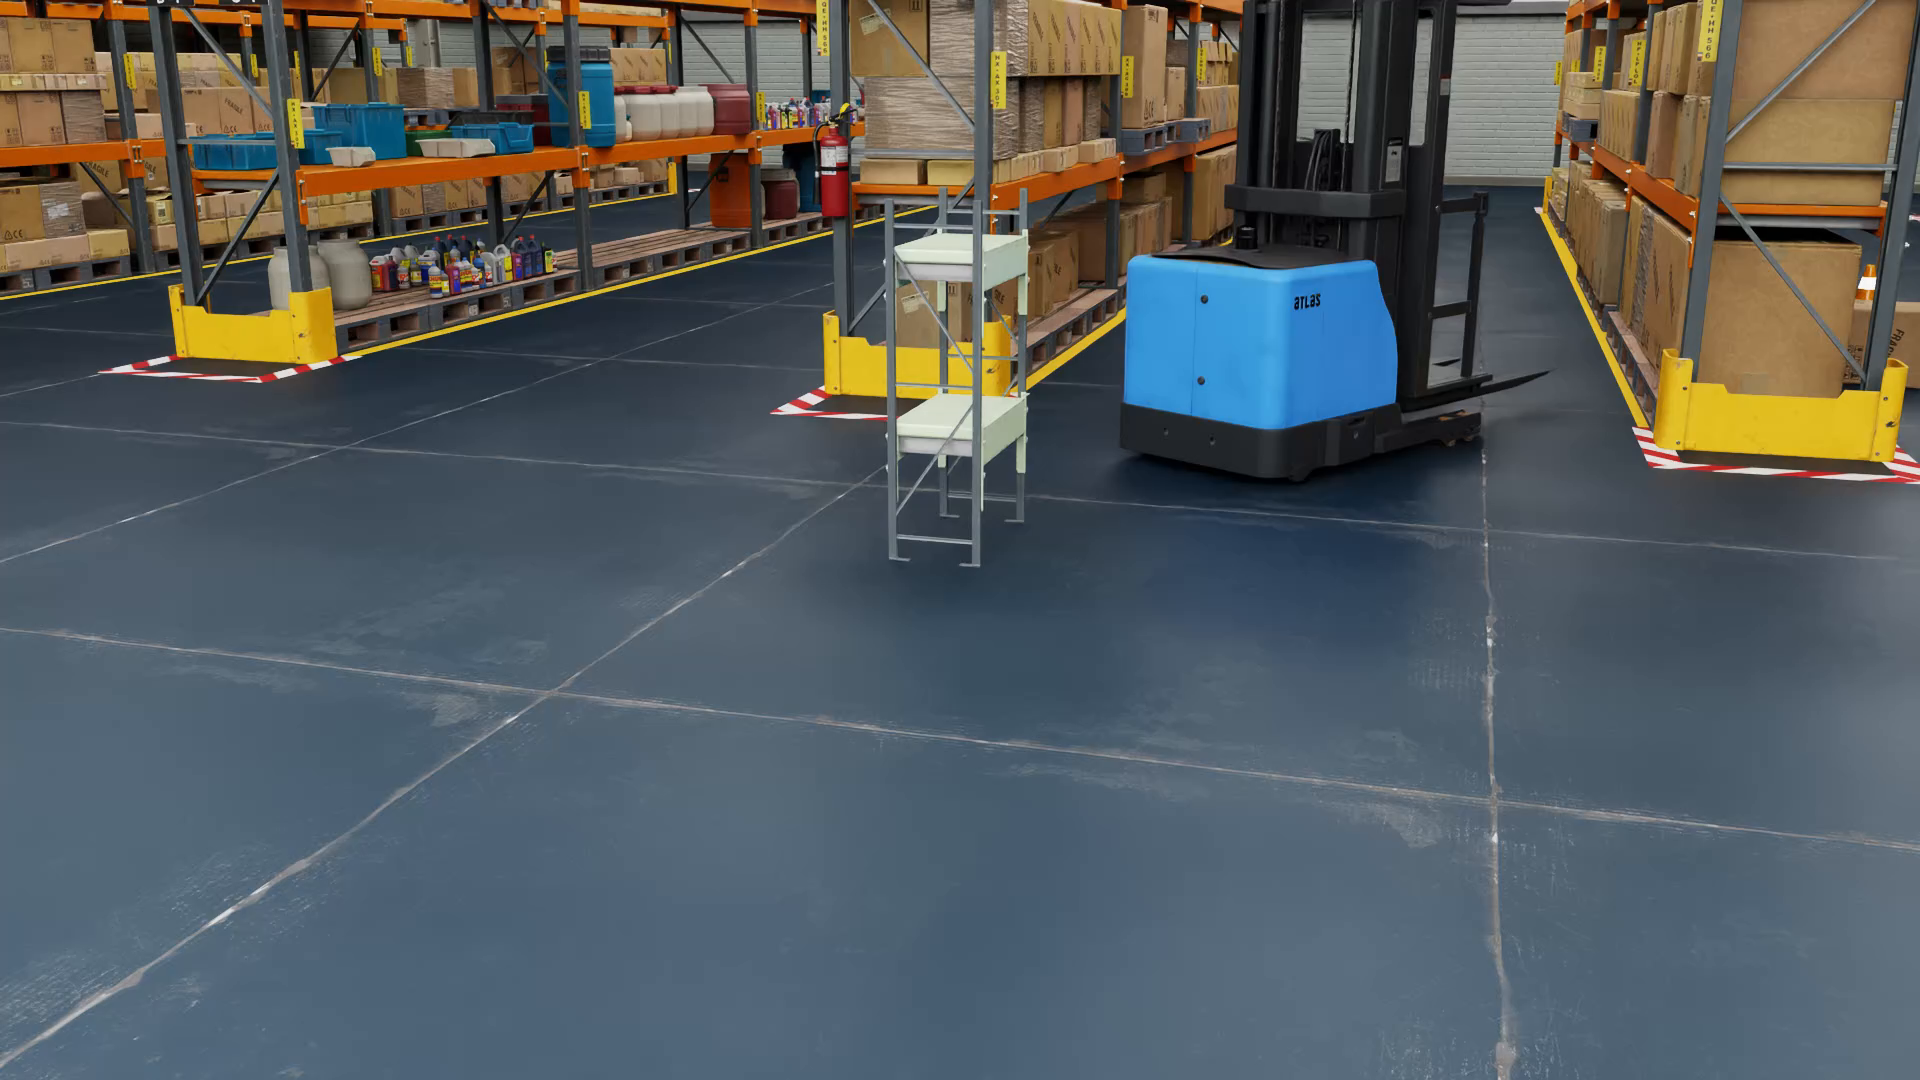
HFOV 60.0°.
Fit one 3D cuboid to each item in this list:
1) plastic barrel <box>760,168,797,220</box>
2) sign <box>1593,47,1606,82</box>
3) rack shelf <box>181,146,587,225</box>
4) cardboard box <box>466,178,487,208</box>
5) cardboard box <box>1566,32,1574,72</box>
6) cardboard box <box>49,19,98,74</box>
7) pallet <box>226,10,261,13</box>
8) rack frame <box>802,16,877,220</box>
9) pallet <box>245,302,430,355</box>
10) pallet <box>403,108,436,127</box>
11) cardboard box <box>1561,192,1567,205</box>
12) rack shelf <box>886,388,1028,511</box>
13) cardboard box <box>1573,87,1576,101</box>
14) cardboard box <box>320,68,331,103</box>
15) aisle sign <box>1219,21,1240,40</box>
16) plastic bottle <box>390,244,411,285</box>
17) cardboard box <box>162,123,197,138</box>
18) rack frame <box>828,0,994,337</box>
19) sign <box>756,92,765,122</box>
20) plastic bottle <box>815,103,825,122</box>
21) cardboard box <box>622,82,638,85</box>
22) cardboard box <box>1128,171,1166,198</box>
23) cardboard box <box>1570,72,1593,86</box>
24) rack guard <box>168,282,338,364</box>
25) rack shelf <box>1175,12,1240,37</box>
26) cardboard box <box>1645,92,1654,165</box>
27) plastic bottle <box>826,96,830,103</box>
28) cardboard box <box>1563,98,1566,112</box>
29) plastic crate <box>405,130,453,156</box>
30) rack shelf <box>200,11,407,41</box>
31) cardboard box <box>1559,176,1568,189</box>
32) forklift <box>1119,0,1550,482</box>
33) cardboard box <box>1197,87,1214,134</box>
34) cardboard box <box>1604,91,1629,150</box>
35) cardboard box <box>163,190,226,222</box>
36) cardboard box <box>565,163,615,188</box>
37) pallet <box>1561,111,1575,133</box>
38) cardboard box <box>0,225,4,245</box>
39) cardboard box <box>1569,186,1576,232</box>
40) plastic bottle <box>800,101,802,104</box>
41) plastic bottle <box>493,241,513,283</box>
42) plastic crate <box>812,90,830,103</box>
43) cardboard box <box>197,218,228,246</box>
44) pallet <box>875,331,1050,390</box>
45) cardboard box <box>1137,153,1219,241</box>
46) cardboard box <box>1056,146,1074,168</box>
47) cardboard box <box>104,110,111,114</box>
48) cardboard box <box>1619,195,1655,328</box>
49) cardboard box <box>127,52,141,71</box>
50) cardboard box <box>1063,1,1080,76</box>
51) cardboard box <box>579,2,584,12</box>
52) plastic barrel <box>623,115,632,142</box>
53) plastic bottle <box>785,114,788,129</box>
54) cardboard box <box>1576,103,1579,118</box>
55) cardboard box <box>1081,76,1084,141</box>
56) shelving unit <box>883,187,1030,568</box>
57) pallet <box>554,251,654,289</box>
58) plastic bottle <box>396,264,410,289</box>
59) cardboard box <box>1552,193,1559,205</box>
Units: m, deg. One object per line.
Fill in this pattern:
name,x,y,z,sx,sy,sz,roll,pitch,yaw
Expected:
plastic barrel,-2.327,-4.302,20.649,0.600,0.588,0.708,5,16,16
sign,6.182,-4.599,16.069,0.100,0.325,0.005,5,16,16
rack shelf,-4.476,-2.920,13.444,1.077,0.370,4.000,5,16,16
cardboard box,-6.681,-4.732,22.289,0.500,0.500,0.500,4,16,14
cardboard box,8.148,-6.308,21.512,0.500,0.500,0.500,4,16,14
cardboard box,-8.776,-4.730,15.946,0.700,0.500,0.500,5,17,16
pallet,-10.890,-8.264,25.633,1.003,0.211,1.213,5,16,16
rack frame,-1.634,-5.882,22.569,1.000,3.000,0.127,5,16,16
pallet,-4.832,-1.637,12.712,1.003,0.211,1.213,5,16,16
pallet,-7.393,-5.311,20.908,1.213,0.211,1.003,5,16,16
cardboard box,7.691,-4.239,20.688,0.380,0.149,0.250,4,16,13
rack shelf,-0.002,-0.406,7.208,0.431,0.370,0.720,5,16,16
cardboard box,6.773,-4.767,17.783,0.380,0.149,0.250,5,17,17
cardboard box,-10.553,-7.317,27.079,0.980,0.700,0.700,4,16,13
aisle sign,3.984,-7.837,24.699,0.394,0.787,0.004,5,16,16
plastic bottle,-4.762,-2.338,14.123,0.144,0.351,0.185,5,17,18
cardboard box,-8.208,-4.269,17.344,0.380,0.149,0.250,5,16,16
rack frame,-0.295,-2.358,10.147,1.000,3.000,0.127,5,16,16
sign,-2.241,-4.873,18.714,0.100,0.325,0.005,5,16,16
plastic bottle,-1.787,-5.371,20.994,0.152,0.276,0.135,5,16,16
cardboard box,-5.403,-6.957,26.177,0.500,0.500,0.500,5,17,16
cardboard box,1.816,-3.644,17.078,0.500,0.250,0.500,5,17,18
cardboard box,6.994,-5.114,18.464,0.380,0.149,0.250,4,16,15
rack guard,-5.068,-1.563,11.925,1.175,0.500,0.348,5,16,16
rack shelf,3.683,-7.118,22.749,1.077,0.370,4.000,5,16,16
cardboard box,5.475,-2.968,12.023,0.875,0.550,0.550,5,16,16
plastic bottle,-1.720,-5.603,21.678,0.144,0.351,0.185,5,16,16
cardboard box,7.289,-5.100,19.505,0.380,0.149,0.250,4,16,13
plastic crate,-4.564,-3.354,14.044,0.450,0.188,0.662,5,16,16
rack shelf,-10.564,-8.270,26.812,1.077,0.370,4.000,5,16,16
cardboard box,7.928,-4.592,21.387,0.380,0.149,0.250,4,16,13
forklift,2.268,-2.015,9.063,3.031,2.935,1.130,-14,21,-41
cardboard box,2.521,-4.741,18.362,0.500,0.500,0.500,4,16,14
cardboard box,6.033,-3.727,14.788,0.500,0.500,0.500,5,16,16
cardboard box,-8.152,-3.542,17.563,0.500,0.311,0.500,4,16,15
cardboard box,-5.853,-5.770,25.942,0.797,0.503,0.637,5,16,16
pallet,7.485,-4.806,19.127,1.003,0.211,1.213,5,16,16
cardboard box,-8.998,-2.883,14.891,0.500,0.500,0.500,5,16,16
cardboard box,7.228,-3.775,18.952,0.500,0.500,0.500,5,17,18
plastic bottle,-2.147,-5.763,22.364,0.061,0.283,0.133,5,16,16
plastic bottle,-3.960,-2.401,14.344,0.144,0.351,0.185,5,16,16
plastic crate,-1.828,-6.052,23.087,0.392,0.384,0.575,5,16,16
cardboard box,-8.157,-3.273,17.641,0.500,0.250,0.500,5,17,17
pallet,-0.009,-1.246,11.337,1.003,0.211,1.213,5,16,16
cardboard box,2.194,-3.810,18.389,1.225,0.875,0.875,4,16,13
cardboard box,0.622,-2.814,12.212,0.380,0.149,0.250,5,16,16
cardboard box,-11.764,-5.764,22.578,0.380,0.149,0.250,4,16,15
cardboard box,5.322,-2.014,12.059,0.875,0.875,0.875,5,17,17
cardboard box,-11.603,-6.536,22.736,0.500,0.250,0.500,5,17,16
cardboard box,0.548,-3.546,11.773,0.500,0.500,0.500,5,16,16
cardboard box,-5.861,-7.876,24.379,0.500,0.250,0.500,5,16,16
plastic barrel,-3.384,-4.057,16.388,0.301,0.262,0.301,0,16,0
plastic bottle,-2.109,-5.012,19.867,0.097,0.201,0.097,0,16,0
cardboard box,6.549,-4.418,17.100,0.380,0.149,0.250,5,17,17
cardboard box,0.478,-3.355,12.932,0.875,0.500,0.500,5,16,16
shelving unit,-0.002,-0.720,7.119,0.431,1.500,0.755,5,16,16
pallet,-3.722,-2.656,16.306,1.003,0.211,1.213,5,16,16
plastic bottle,-4.680,-2.218,13.973,0.097,0.201,0.097,0,16,0
cardboard box,8.285,-4.653,22.691,0.380,0.149,0.250,5,17,17
